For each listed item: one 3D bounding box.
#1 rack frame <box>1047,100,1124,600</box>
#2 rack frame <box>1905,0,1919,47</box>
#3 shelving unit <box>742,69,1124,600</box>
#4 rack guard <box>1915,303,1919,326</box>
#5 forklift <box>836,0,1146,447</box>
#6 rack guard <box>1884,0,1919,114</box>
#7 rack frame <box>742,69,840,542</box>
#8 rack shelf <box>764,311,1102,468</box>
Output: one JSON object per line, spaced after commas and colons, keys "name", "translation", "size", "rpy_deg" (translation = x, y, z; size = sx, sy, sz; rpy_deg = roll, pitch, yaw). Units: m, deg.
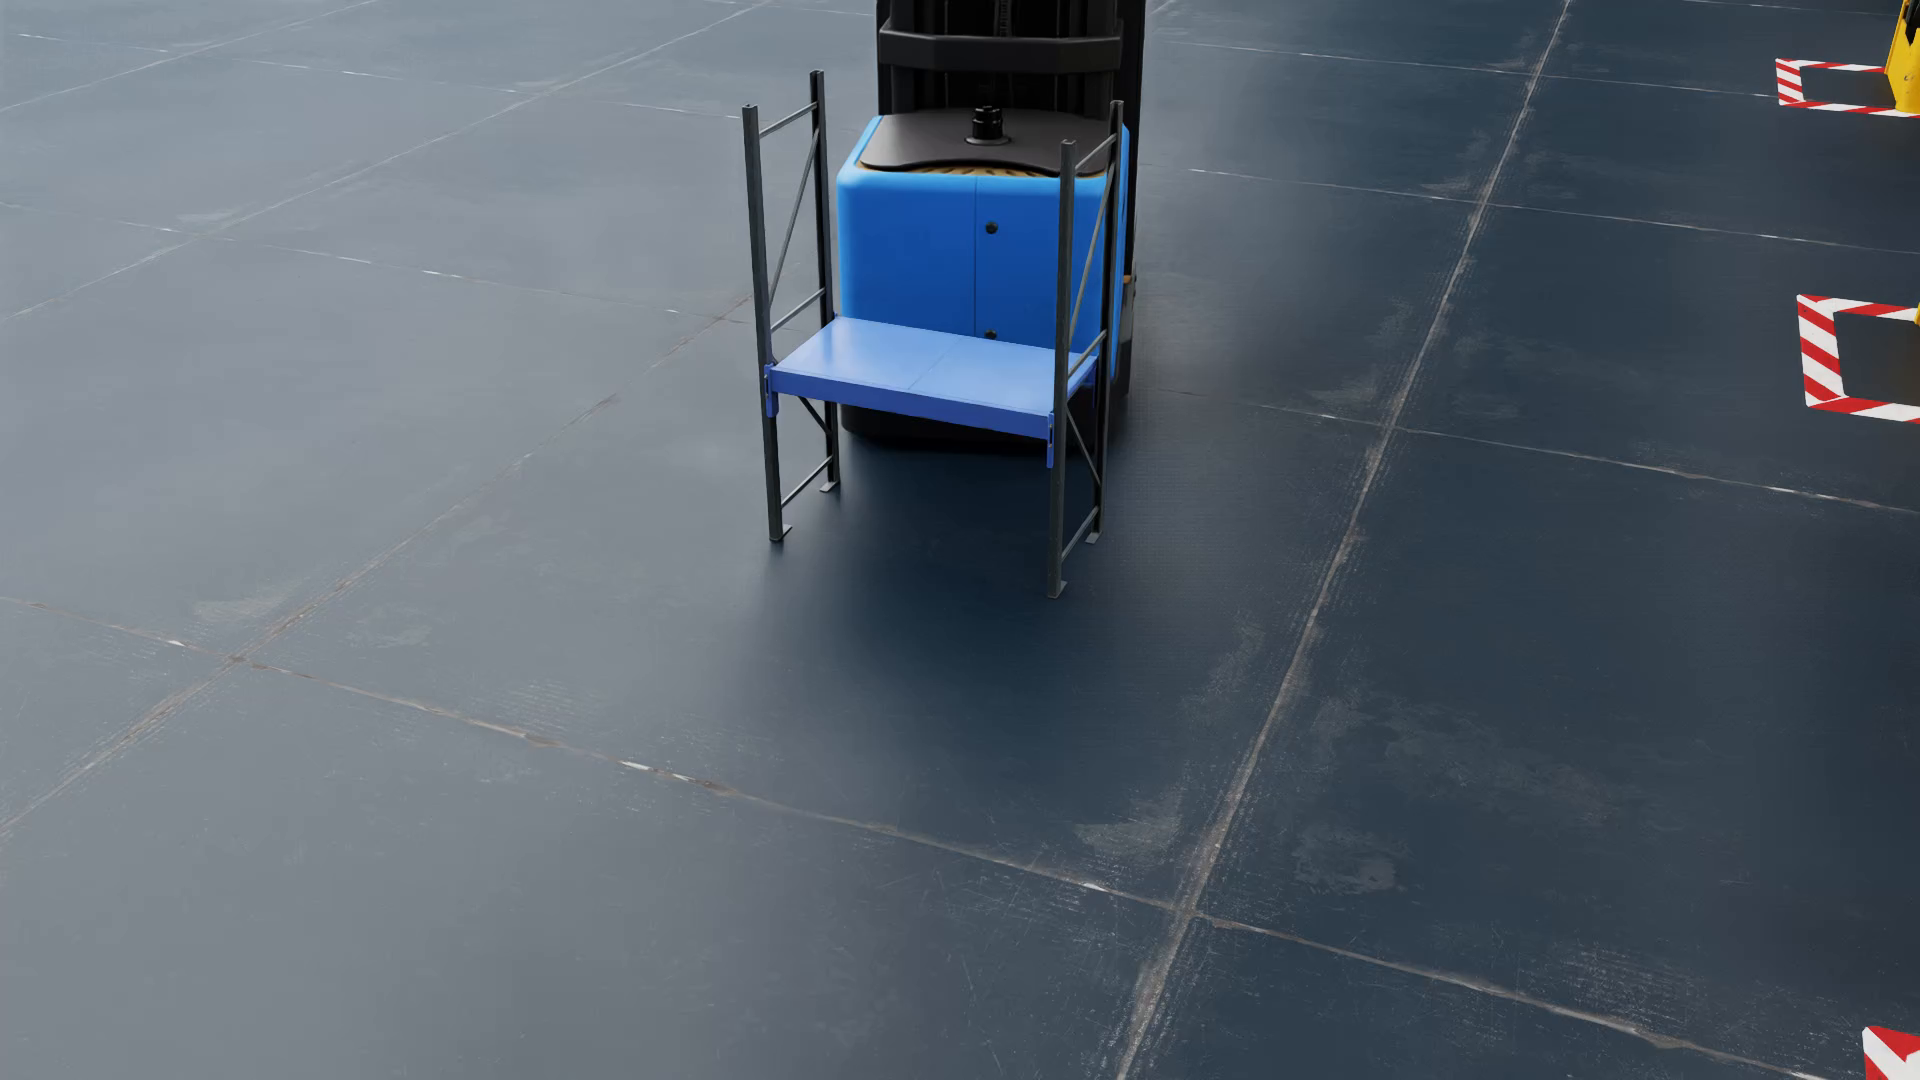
{"name": "rack frame", "translation": [0.392, -0.575, 5.242], "size": [0.032, 1.500, 0.500], "rpy_deg": [11, 31, 19]}
{"name": "rack frame", "translation": [6.258, -4.272, 10.259], "size": [0.127, 3.000, 1.000], "rpy_deg": [11, 31, 19]}
{"name": "shelving unit", "translation": [-0.079, -0.669, 5.409], "size": [1.048, 1.500, 0.538], "rpy_deg": [11, 31, 19]}
{"name": "rack guard", "translation": [4.277, -0.945, 6.914], "size": [0.348, 0.500, 1.175], "rpy_deg": [11, 31, 19]}
{"name": "forklift", "translation": [0.234, -2.326, 6.887], "size": [1.130, 2.935, 3.031], "rpy_deg": [3, 30, 6]}
{"name": "rack guard", "translation": [6.328, -3.169, 10.849], "size": [0.348, 0.500, 1.175], "rpy_deg": [11, 31, 19]}
{"name": "rack frame", "translation": [-0.550, -0.763, 5.575], "size": [0.032, 1.500, 0.500], "rpy_deg": [11, 31, 19]}
{"name": "rack shelf", "translation": [-0.079, -0.512, 5.497], "size": [1.000, 0.185, 0.538], "rpy_deg": [11, 31, 19]}
